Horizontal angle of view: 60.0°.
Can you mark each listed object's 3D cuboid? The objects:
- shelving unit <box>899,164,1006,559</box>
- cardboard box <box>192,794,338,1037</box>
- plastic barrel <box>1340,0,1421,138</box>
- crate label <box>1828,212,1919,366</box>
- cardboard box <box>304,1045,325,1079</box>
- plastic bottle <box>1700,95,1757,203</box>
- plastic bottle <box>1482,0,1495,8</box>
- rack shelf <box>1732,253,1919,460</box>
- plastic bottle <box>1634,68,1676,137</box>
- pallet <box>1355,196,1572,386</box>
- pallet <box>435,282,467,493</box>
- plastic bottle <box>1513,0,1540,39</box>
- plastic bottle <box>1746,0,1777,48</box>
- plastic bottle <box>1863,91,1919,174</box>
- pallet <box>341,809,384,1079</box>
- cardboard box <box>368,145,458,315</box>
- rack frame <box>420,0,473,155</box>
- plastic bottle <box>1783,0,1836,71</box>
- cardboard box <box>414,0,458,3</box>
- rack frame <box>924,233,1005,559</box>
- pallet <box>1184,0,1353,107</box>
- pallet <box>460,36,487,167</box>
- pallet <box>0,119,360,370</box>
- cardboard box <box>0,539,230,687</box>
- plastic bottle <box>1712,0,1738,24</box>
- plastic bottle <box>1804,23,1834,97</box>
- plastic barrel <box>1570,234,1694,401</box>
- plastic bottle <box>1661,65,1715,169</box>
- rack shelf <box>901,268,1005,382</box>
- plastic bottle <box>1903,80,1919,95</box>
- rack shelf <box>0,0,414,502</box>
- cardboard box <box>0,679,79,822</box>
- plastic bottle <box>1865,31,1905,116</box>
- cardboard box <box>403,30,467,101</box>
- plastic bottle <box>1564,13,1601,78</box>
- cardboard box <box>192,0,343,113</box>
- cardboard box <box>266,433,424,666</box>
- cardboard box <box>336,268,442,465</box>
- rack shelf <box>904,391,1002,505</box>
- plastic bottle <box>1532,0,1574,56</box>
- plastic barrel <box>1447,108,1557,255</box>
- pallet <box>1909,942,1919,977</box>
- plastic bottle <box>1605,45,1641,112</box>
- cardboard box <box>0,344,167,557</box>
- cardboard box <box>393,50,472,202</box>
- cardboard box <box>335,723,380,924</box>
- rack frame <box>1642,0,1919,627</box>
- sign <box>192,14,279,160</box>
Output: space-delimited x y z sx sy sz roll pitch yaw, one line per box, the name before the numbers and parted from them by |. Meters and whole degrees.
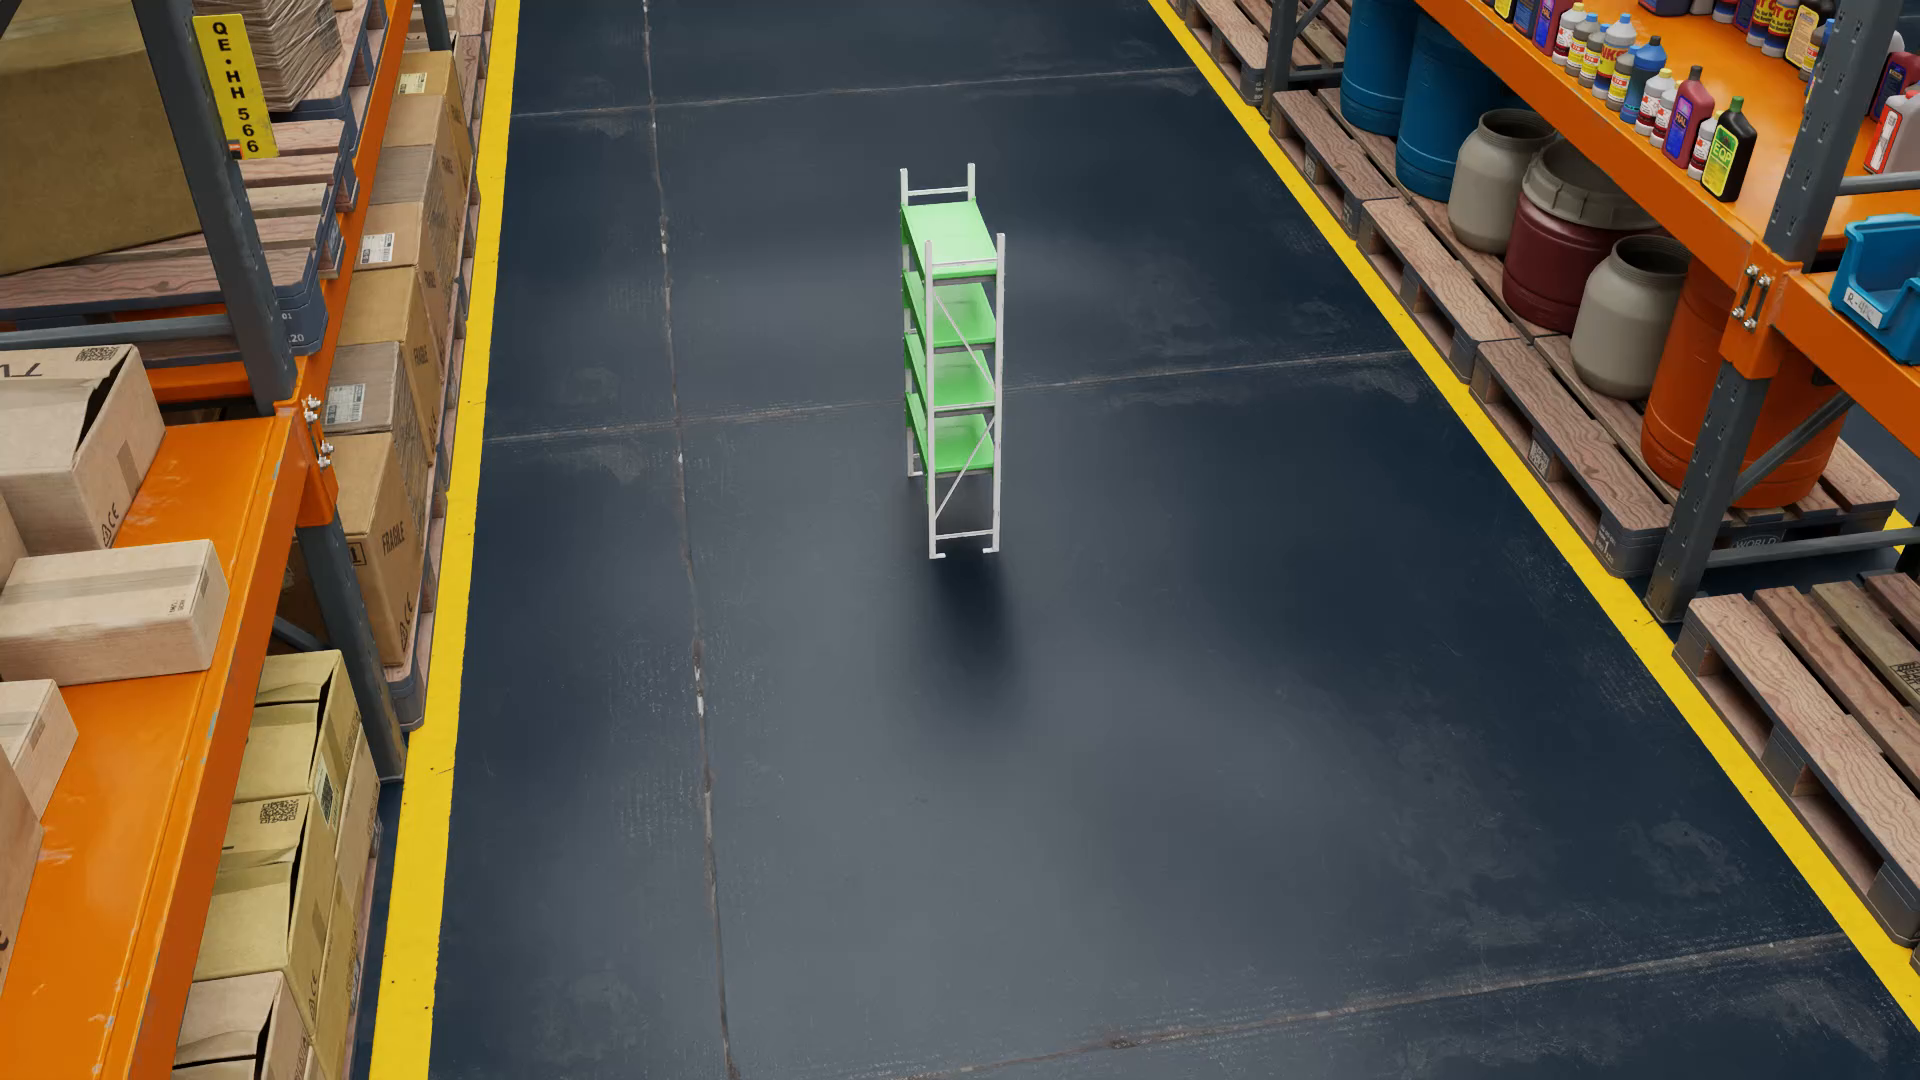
shelving unit | -0.029 -0.574 5.511 0.258 1.200 0.503 -6 38 -8
cardboard box | -1.691 0.836 3.670 0.500 0.311 0.500 -7 38 -9
plastic barrel | 2.131 -2.419 7.786 0.600 0.901 0.708 -6 38 -8
crate label | 2.459 -0.635 4.259 0.303 0.233 0.416 -6 38 -8
cardboard box | -1.612 1.361 3.452 0.500 0.250 0.500 -5 38 -7
plastic bottle | 2.263 -1.148 4.878 0.061 0.283 0.133 -6 38 -8
plastic bottle | 2.020 -2.158 6.123 0.144 0.351 0.185 -6 38 -8
rack shelf | 3.105 0.496 3.253 1.077 0.370 4.000 -6 38 -8
plastic bottle | 2.203 -1.386 5.251 0.097 0.201 0.097 0 38 0
pallet | 2.364 -1.102 6.996 1.003 0.211 1.213 -6 38 -8
pallet | -2.427 -0.554 6.292 1.003 0.211 1.213 -6 38 -8
plastic bottle | 2.076 -1.966 5.876 0.144 0.351 0.185 -6 38 -8
plastic bottle | 2.841 -1.872 5.820 0.097 0.271 0.097 0 38 0
plastic bottle | 2.847 -1.227 4.985 0.152 0.276 0.135 -6 38 -8
pallet | -2.017 1.137 4.114 1.003 0.211 1.213 -6 38 -8
cardboard box | -2.290 -1.198 6.526 0.500 0.500 0.500 -6 38 -7
rack frame | -2.825 -2.881 7.014 1.000 3.000 0.127 -6 38 -8
plastic bottle | 2.896 -1.751 5.653 0.061 0.283 0.133 -6 38 -8
cardboard box | -3.159 -3.203 9.105 0.797 0.503 0.637 -6 38 -8
rack frame | 0.014 -0.426 5.321 0.240 1.200 0.015 -6 38 -8
pallet | 1.886 -2.751 9.119 1.003 0.211 1.213 -6 38 -8
pallet | -2.944 -2.195 8.404 1.003 0.211 1.213 -6 38 -8
pallet | -2.311 -0.791 4.480 1.213 0.211 1.003 -6 38 -8
cardboard box | -1.694 0.147 3.320 0.380 0.149 0.250 -6 38 -8
plastic bottle | 2.801 -2.012 5.999 0.097 0.271 0.097 0 38 0
plastic bottle | 2.862 -1.587 5.453 0.097 0.271 0.097 0 38 0
plastic barrel | 2.464 -0.804 6.026 0.421 0.512 0.421 0 38 0
plastic bottle | 2.223 -1.288 5.058 0.061 0.283 0.133 -6 38 -8
rack shelf | -0.029 -0.713 5.403 0.258 0.148 0.480 -6 38 -8
plastic bottle | 2.986 -1.345 5.199 0.097 0.201 0.097 0 38 0
rack shelf | -2.474 -1.389 5.680 1.077 0.370 4.000 -6 38 -8
cardboard box | -1.844 0.398 2.997 0.380 0.149 0.250 -4 38 -5
plastic bottle | 2.915 -1.522 5.366 0.152 0.276 0.135 -6 38 -8
cardboard box | -2.685 -2.270 8.060 0.500 0.311 0.500 -6 38 -8
plastic bottle | 2.118 -1.680 5.629 0.097 0.201 0.097 0 38 0
cardboard box | -2.317 -1.612 4.956 0.700 0.500 0.500 0 38 1
cardboard box | -1.922 0.042 4.929 0.500 0.500 0.500 -5 38 -6
cardboard box | -2.102 -0.577 5.726 0.500 0.500 0.500 -7 38 -9
rack shelf | -0.029 -0.334 5.697 0.258 0.148 0.480 -6 38 -8
plastic bottle | 2.063 -1.839 5.767 0.061 0.283 0.133 -6 38 -8
plastic barrel | 2.266 -1.486 6.904 0.421 0.512 0.421 0 38 0
pallet | 3.062 1.313 3.888 1.003 0.211 1.213 -6 38 -8
plastic bottle | 2.169 -1.503 5.402 0.097 0.201 0.097 0 38 0
cardboard box | -2.103 -0.206 3.643 0.500 0.311 0.500 -4 38 -5
cardboard box | -2.456 -1.801 7.302 0.500 0.500 0.500 -6 38 -8
cardboard box | -1.791 0.746 4.243 0.500 0.250 0.500 -5 38 -7
rack frame | 2.754 -0.996 4.587 1.000 3.000 0.127 -6 38 -8
sign | -1.577 -0.984 3.628 0.100 0.325 0.005 -6 38 -8
